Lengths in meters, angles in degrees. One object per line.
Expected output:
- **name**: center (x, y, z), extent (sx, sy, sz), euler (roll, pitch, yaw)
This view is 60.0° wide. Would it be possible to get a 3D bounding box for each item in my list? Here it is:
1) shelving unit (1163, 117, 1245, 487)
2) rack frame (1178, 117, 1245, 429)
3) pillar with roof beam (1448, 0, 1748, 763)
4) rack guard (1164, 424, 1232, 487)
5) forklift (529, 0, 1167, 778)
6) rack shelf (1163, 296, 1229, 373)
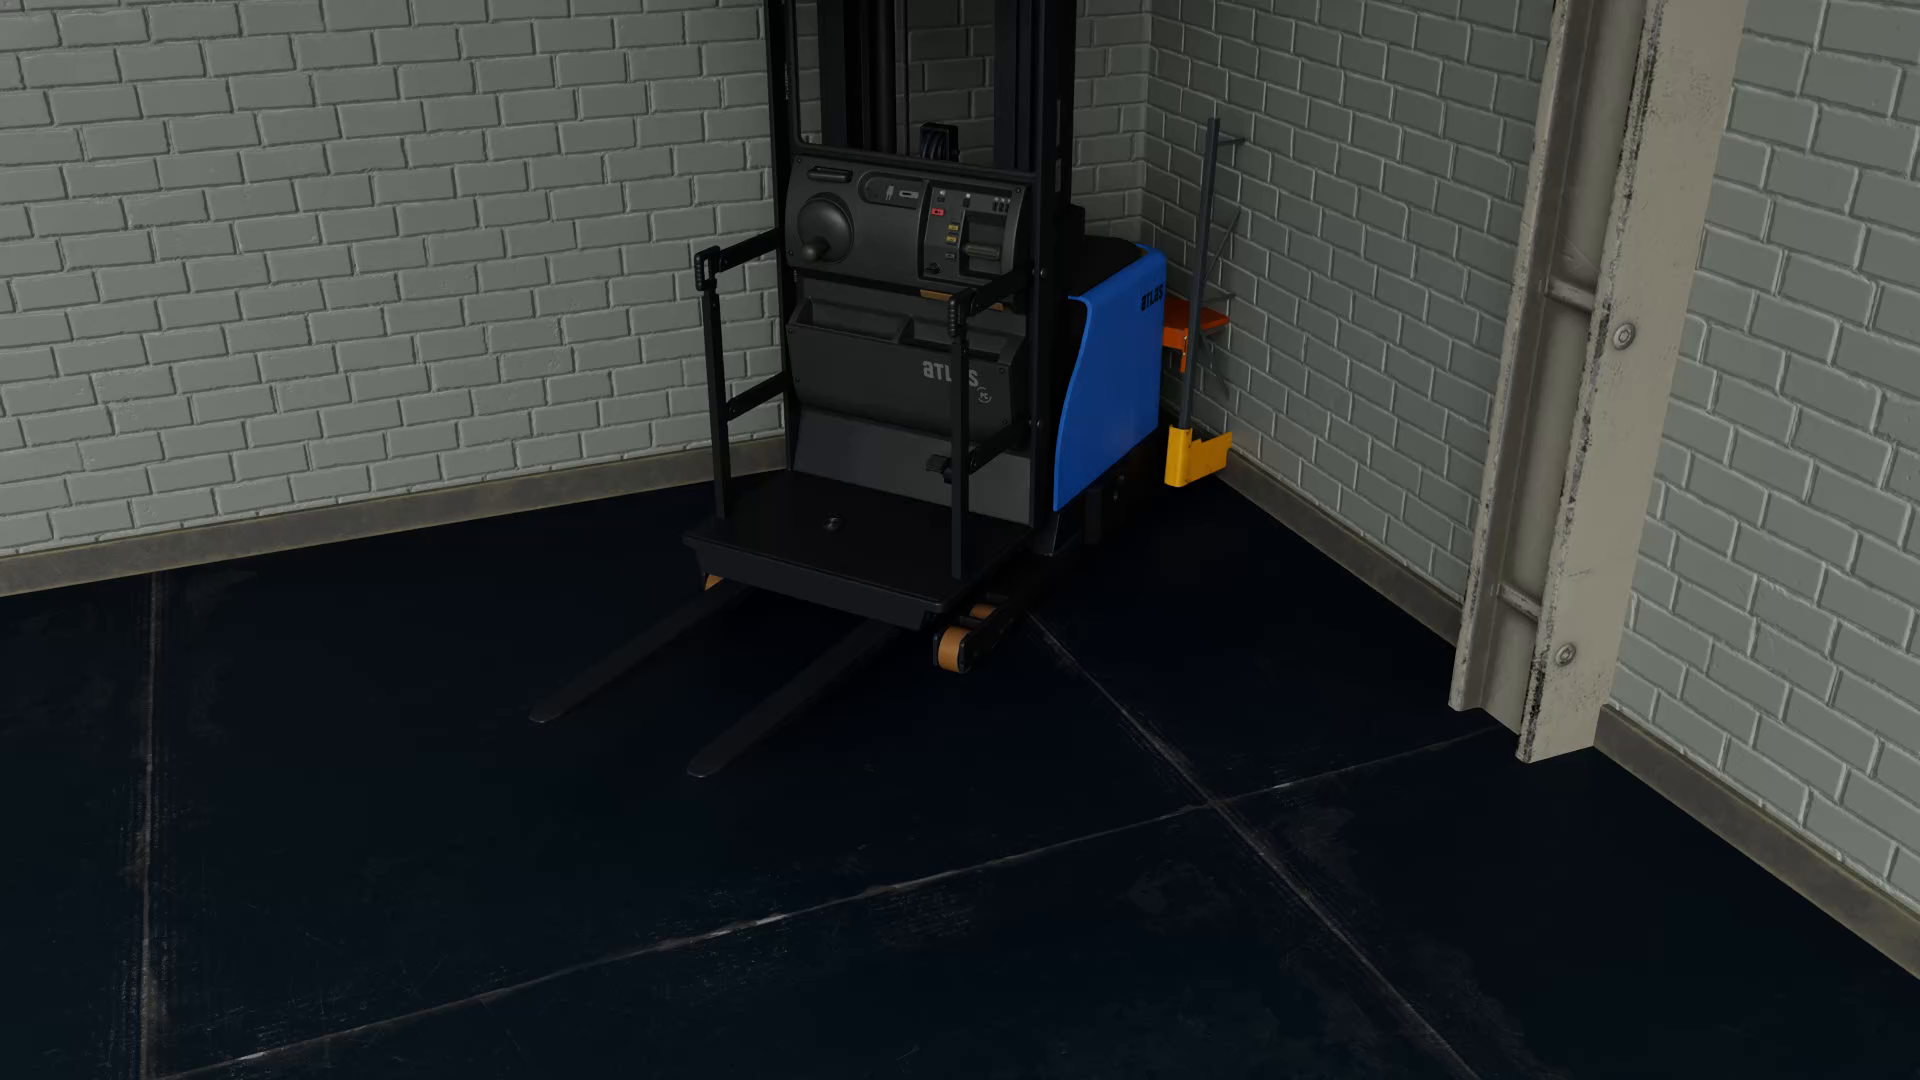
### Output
- **shelving unit**: center (0.709, -1.130, 7.202), extent (1.083, 1.500, 0.587), euler (18, 26, 35)
- **rack frame**: center (1.099, -1.003, 6.918), extent (0.032, 1.500, 0.500), euler (18, 26, 35)
- **pillar with roof beam**: center (-2.097, -2.699, 2.021), extent (9.100, 9.000, 0.400), euler (-11, 28, -21)
- **rack guard**: center (1.070, -0.420, 7.141), extent (0.087, 0.250, 0.587), euler (18, 26, 35)
- **forklift**: center (-0.303, -1.079, 5.618), extent (1.130, 2.935, 3.031), euler (14, 29, 26)
- **rack shelf**: center (0.694, -0.964, 7.272), extent (1.000, 0.185, 0.538), euler (18, 26, 35)
